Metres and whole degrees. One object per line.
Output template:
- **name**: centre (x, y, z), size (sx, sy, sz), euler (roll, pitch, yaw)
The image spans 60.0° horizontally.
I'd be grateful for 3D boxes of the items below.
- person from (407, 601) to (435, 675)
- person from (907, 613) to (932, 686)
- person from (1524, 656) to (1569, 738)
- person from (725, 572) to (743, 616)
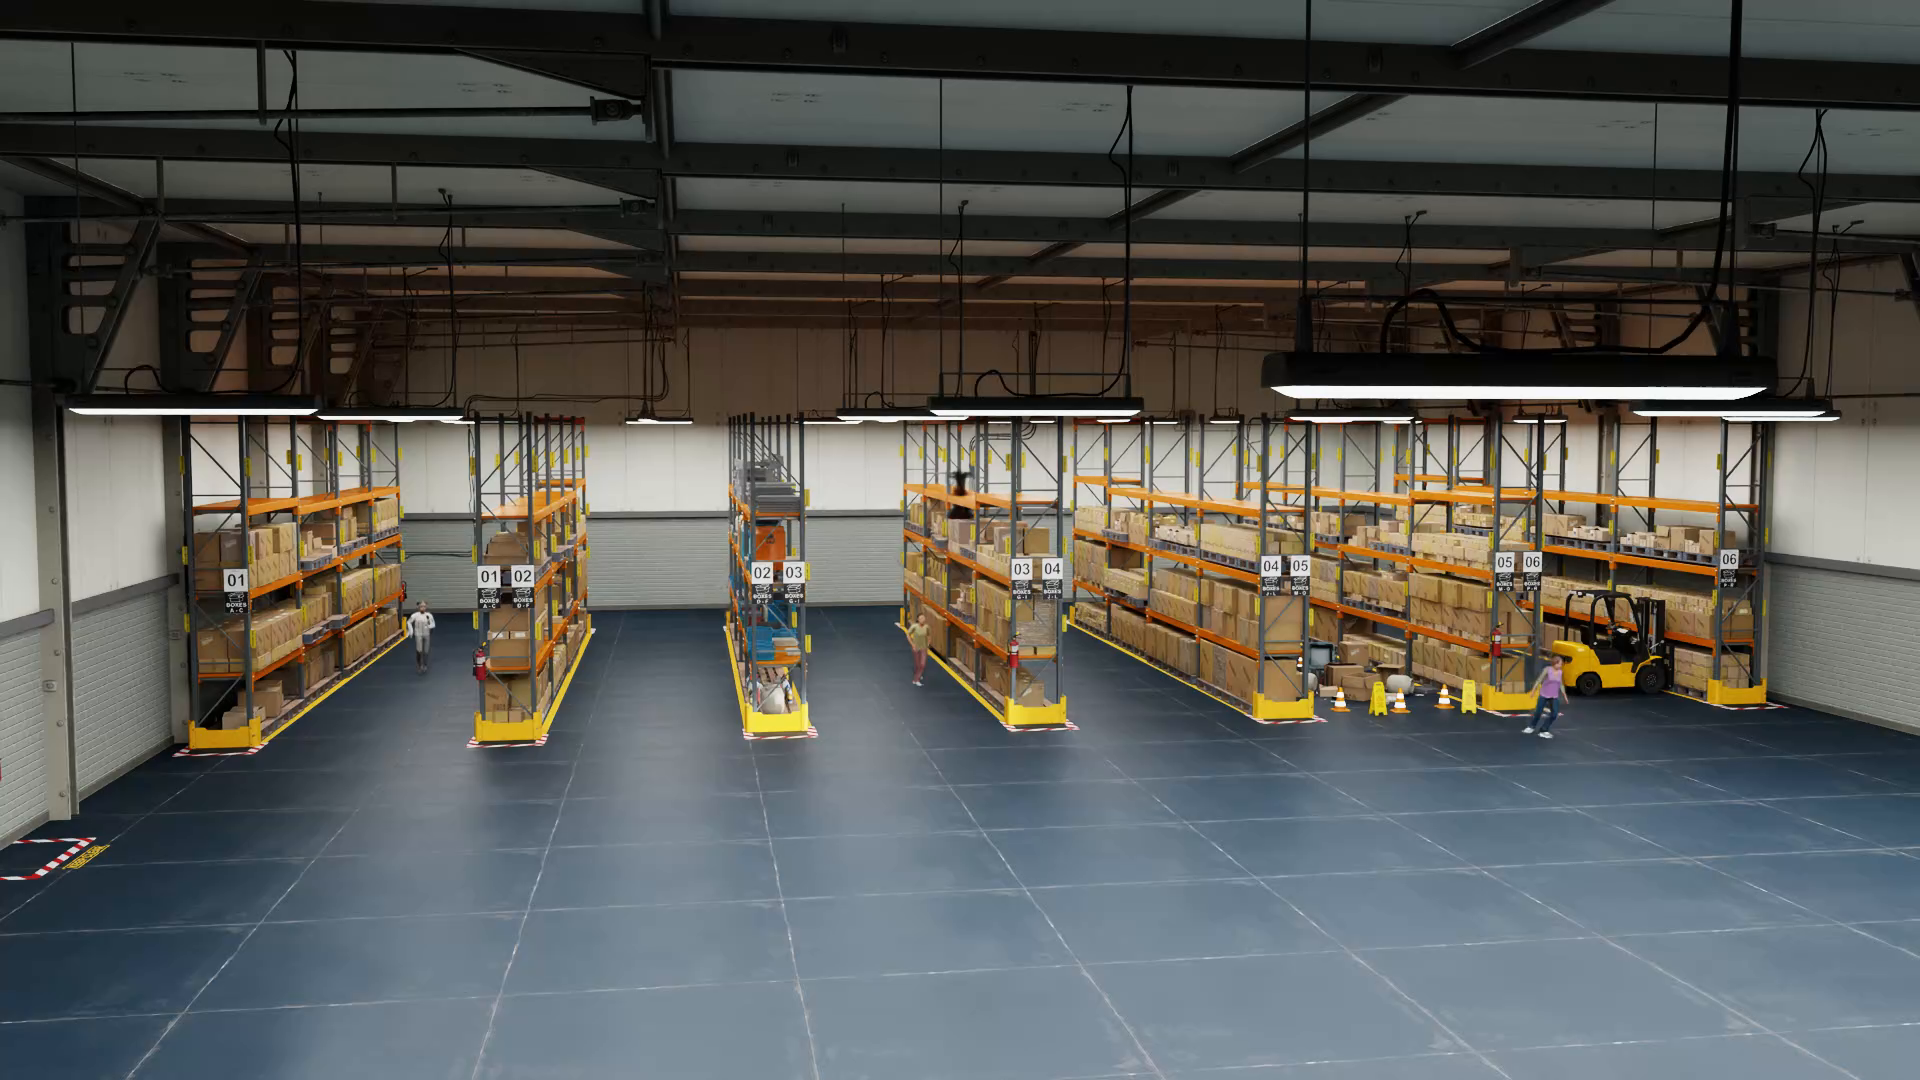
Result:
- **person**: centre (-12.479, 2.258, 38.583), size (0.598, 1.718, 0.685), euler (-2, 4, -25)
- **person**: centre (-0.912, 2.416, 36.983), size (0.575, 1.622, 0.571), euler (-1, 4, -14)
- **person**: centre (10.792, 2.880, 30.624), size (0.668, 1.517, 0.580), euler (-1, 4, -11)
- **person**: centre (-6.432, 1.542, 49.532), size (1.185, 1.567, 0.735), euler (2, 4, 22)
